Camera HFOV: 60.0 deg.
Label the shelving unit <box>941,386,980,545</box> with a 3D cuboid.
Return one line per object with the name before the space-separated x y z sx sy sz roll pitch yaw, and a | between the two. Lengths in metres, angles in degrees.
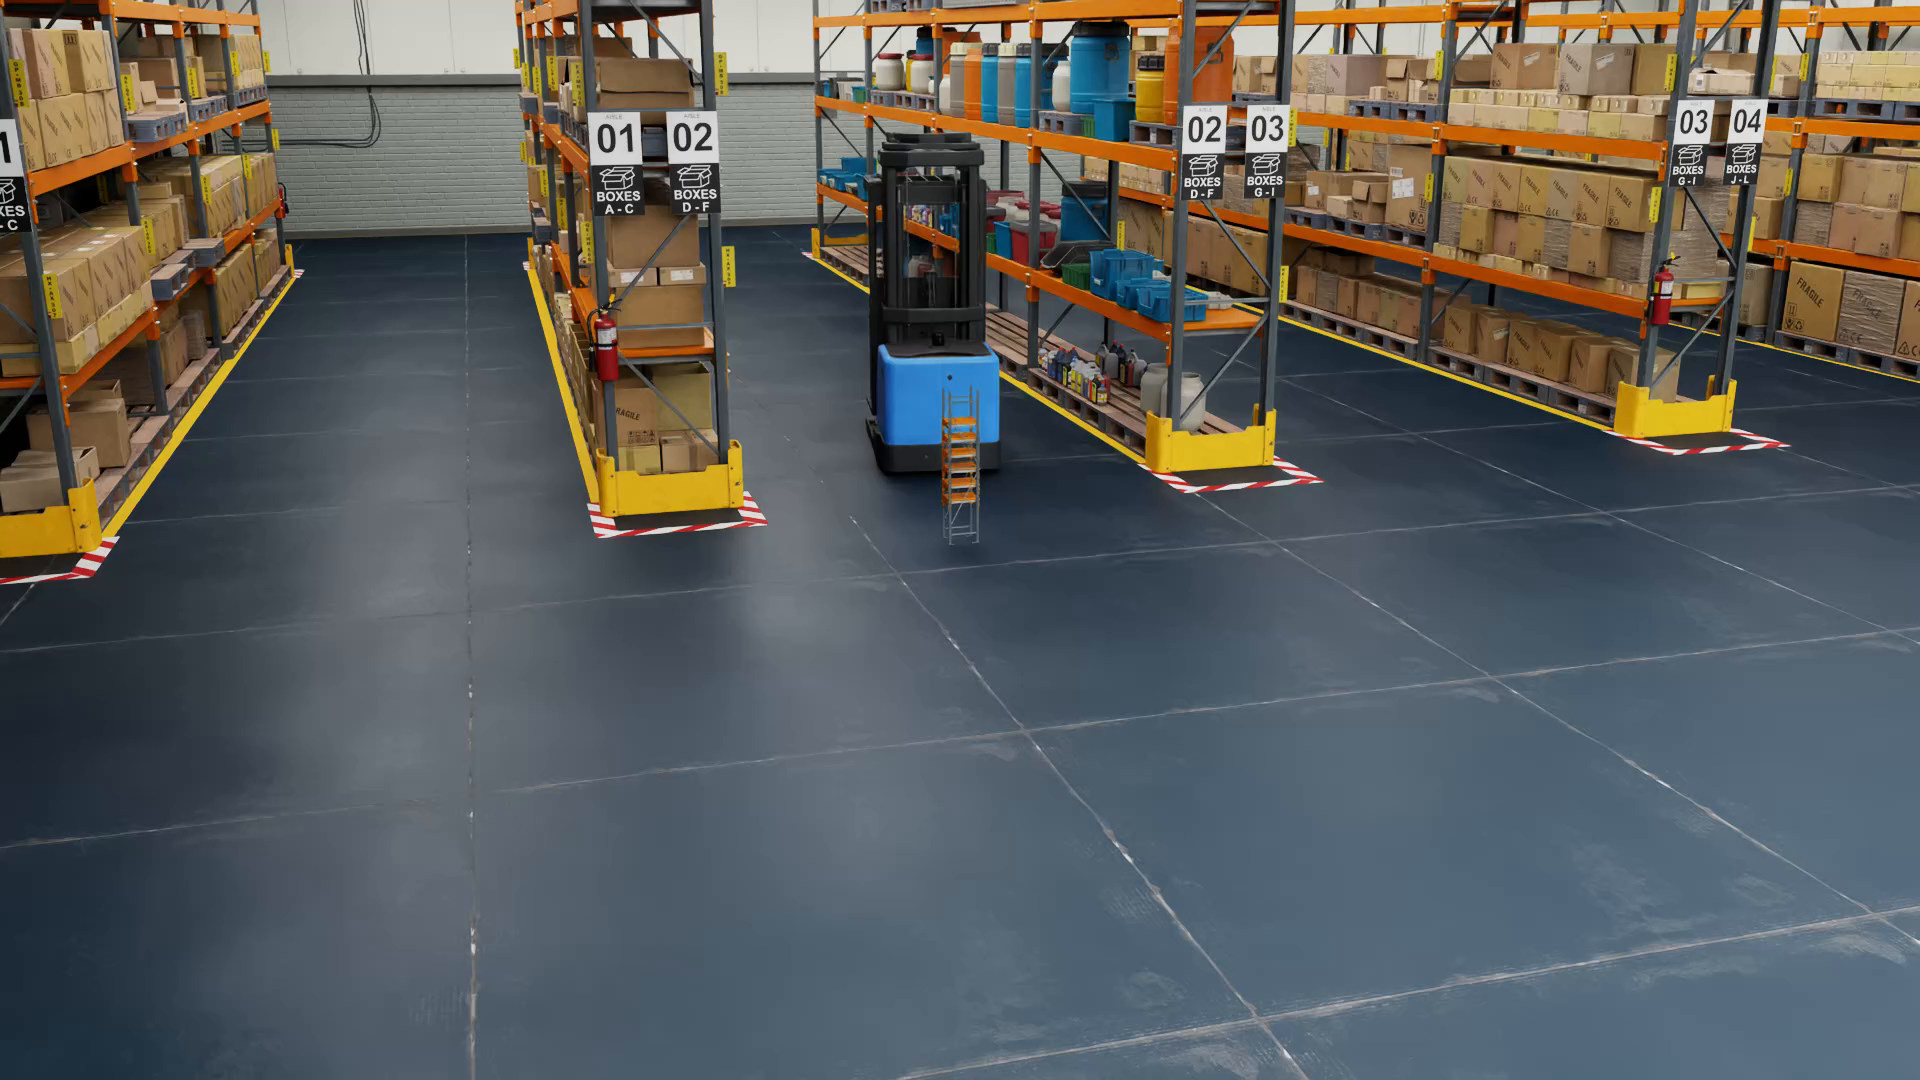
shelving unit | 0.004 -0.571 12.766 0.258 1.200 0.189 -5 17 -15

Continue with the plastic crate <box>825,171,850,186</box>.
plastic crate | -2.112 -6.210 28.598 0.416 0.233 0.300 -5 17 -15

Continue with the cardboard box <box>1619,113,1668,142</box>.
cardboard box | 6.739 -3.982 16.040 0.500 0.250 0.500 -4 17 -14

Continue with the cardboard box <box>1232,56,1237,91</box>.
cardboard box | 4.335 -6.967 24.809 0.797 0.503 0.637 -5 17 -16

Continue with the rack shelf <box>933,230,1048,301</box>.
rack shelf | 0.704 -3.427 20.398 1.077 0.370 4.000 -5 17 -15

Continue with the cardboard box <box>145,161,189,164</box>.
cardboard box | -10.301 -4.777 21.612 0.500 0.250 0.500 -5 18 -17

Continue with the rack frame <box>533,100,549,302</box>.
rack frame | -5.708 -5.041 24.519 1.000 3.000 0.127 -5 17 -15

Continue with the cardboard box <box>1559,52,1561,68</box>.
cardboard box | 9.197 -7.164 24.869 0.396 0.266 0.258 -5 17 -15

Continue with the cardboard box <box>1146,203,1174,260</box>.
cardboard box | 3.713 -5.195 27.997 0.875 0.875 0.875 -5 17 -15

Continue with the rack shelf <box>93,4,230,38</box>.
rack shelf | -9.920 -6.432 20.668 1.077 0.370 4.000 -5 17 -15

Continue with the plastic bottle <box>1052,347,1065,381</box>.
plastic bottle | 1.077 -1.905 17.918 0.144 0.351 0.185 -4 17 -14

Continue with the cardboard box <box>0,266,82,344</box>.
cardboard box | -7.015 -1.782 12.591 0.500 0.500 0.500 -5 17 -15

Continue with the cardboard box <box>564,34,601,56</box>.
cardboard box | -4.723 -6.019 20.650 0.500 0.500 0.500 -5 17 -15

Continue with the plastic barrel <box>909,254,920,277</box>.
plastic barrel | -0.548 -3.930 24.416 0.421 0.512 0.421 0 17 0

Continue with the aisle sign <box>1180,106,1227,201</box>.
aisle sign | 2.087 -3.314 14.251 0.394 0.787 0.004 -5 17 -15

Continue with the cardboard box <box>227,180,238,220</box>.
cardboard box | -9.821 -4.460 21.861 0.500 0.500 0.500 -5 17 -15

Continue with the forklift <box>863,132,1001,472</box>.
forklift | -0.332 -2.384 15.792 1.130 2.935 3.031 -2 17 -7

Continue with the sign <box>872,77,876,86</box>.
sign | -1.519 -7.972 29.246 0.100 0.325 0.005 -5 17 -15

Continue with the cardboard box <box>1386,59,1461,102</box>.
cardboard box | 5.723 -5.696 20.576 0.797 0.503 0.637 -4 17 -13

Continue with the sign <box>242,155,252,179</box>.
sign | -9.951 -5.210 23.209 0.100 0.325 0.005 -5 17 -15

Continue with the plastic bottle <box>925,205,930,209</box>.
plastic bottle | -0.465 -5.117 24.858 0.144 0.351 0.185 -5 17 -15

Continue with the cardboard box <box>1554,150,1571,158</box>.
cardboard box | 12.103 -7.605 32.883 0.500 0.500 0.500 -5 17 -16

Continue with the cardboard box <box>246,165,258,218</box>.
cardboard box | -10.603 -4.943 23.673 0.980 0.700 0.700 -4 17 -14

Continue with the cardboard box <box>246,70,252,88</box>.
cardboard box | -10.681 -6.757 24.376 0.500 0.250 0.500 -5 17 -17

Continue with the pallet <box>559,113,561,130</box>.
pallet | -3.765 -4.416 17.557 0.805 0.209 1.217 -5 18 -17

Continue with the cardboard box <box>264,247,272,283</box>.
cardboard box | -10.851 -4.148 25.164 0.700 0.500 0.500 -4 17 -14

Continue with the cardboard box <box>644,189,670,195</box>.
cardboard box | -2.830 -2.820 14.697 0.700 0.500 0.500 -5 17 -15

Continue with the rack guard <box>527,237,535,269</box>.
rack guard | -6.787 -4.929 28.492 1.175 0.500 0.348 -5 17 -15

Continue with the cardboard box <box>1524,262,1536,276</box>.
cardboard box | 6.324 -2.927 17.919 0.380 0.149 0.250 -5 17 -15

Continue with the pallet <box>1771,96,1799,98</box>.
pallet | 13.907 -7.329 27.252 1.003 0.211 1.213 -4 17 -13

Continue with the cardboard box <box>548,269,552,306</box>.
cardboard box | -5.384 -3.476 22.890 0.500 0.500 0.500 -5 18 -17

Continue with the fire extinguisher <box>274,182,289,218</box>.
fire extinguisher | -11.167 -5.617 27.221 0.296 0.674 0.183 -5 17 -15

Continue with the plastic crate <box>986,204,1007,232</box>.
plastic crate | 0.305 -3.884 20.558 0.402 0.464 0.583 -5 17 -15

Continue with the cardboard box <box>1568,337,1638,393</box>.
cardboard box | 6.763 -1.844 17.493 0.500 0.500 0.500 0 17 -1

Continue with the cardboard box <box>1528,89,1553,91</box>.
cardboard box | 6.521 -4.955 18.588 0.380 0.149 0.250 -6 18 -18

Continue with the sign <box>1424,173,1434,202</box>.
sign | 5.484 -4.120 19.440 0.100 0.325 0.005 -5 17 -15

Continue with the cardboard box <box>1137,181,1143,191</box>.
cardboard box | 3.207 -5.974 28.064 0.380 0.149 0.250 -4 17 -14

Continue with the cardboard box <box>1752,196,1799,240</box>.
cardboard box | 10.413 -4.145 21.365 0.500 0.500 0.500 -5 17 -16

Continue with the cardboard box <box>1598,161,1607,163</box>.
cardboard box | 9.697 -5.664 25.266 0.380 0.149 0.250 -5 17 -17

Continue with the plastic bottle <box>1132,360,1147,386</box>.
plastic bottle | 1.890 -1.782 17.639 0.152 0.276 0.135 -4 17 -14

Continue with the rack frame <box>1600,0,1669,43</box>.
rack frame | 9.714 -7.954 23.789 1.000 3.000 0.127 -5 17 -15

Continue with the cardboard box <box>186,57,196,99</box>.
cardboard box | -10.043 -5.799 20.890 0.700 0.500 0.500 -5 17 -15

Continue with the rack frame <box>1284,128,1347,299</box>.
rack frame | 4.917 -4.717 23.440 1.000 3.000 0.127 -5 17 -15

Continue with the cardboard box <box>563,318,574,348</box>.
cardboard box | -4.180 -2.352 18.642 0.500 0.311 0.500 -5 17 -15

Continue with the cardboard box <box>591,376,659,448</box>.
cardboard box | -2.844 -1.090 14.112 0.500 0.500 0.500 -5 17 -15

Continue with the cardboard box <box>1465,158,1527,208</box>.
cardboard box | 6.034 -3.997 18.614 0.500 0.500 0.500 -5 17 -15

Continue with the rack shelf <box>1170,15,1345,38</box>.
rack shelf | 4.367 -7.607 24.579 1.077 0.370 4.000 -5 17 -15

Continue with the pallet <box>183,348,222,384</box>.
pallet | -9.158 -1.990 19.210 1.003 0.211 1.213 -5 17 -15

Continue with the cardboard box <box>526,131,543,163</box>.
cardboard box | -6.788 -6.386 27.087 0.500 0.500 0.500 -5 17 -15

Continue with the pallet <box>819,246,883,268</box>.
pallet | -1.854 -4.971 29.135 1.003 0.211 1.213 -5 17 -15

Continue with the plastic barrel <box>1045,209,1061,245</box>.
plastic barrel | 1.202 -3.566 19.372 0.433 0.535 0.433 0 17 0

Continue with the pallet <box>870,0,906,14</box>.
pallet | -0.688 -7.796 24.287 1.003 0.211 1.213 -5 17 -15

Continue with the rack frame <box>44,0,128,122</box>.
rack frame | -8.272 -5.308 14.982 1.000 3.000 0.127 -5 17 -15

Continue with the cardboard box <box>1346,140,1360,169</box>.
cardboard box | 7.545 -7.192 30.990 0.500 0.500 0.500 -5 17 -15

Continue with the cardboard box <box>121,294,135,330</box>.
cardboard box | -7.568 -1.990 14.588 0.500 0.250 0.500 -5 17 -16
